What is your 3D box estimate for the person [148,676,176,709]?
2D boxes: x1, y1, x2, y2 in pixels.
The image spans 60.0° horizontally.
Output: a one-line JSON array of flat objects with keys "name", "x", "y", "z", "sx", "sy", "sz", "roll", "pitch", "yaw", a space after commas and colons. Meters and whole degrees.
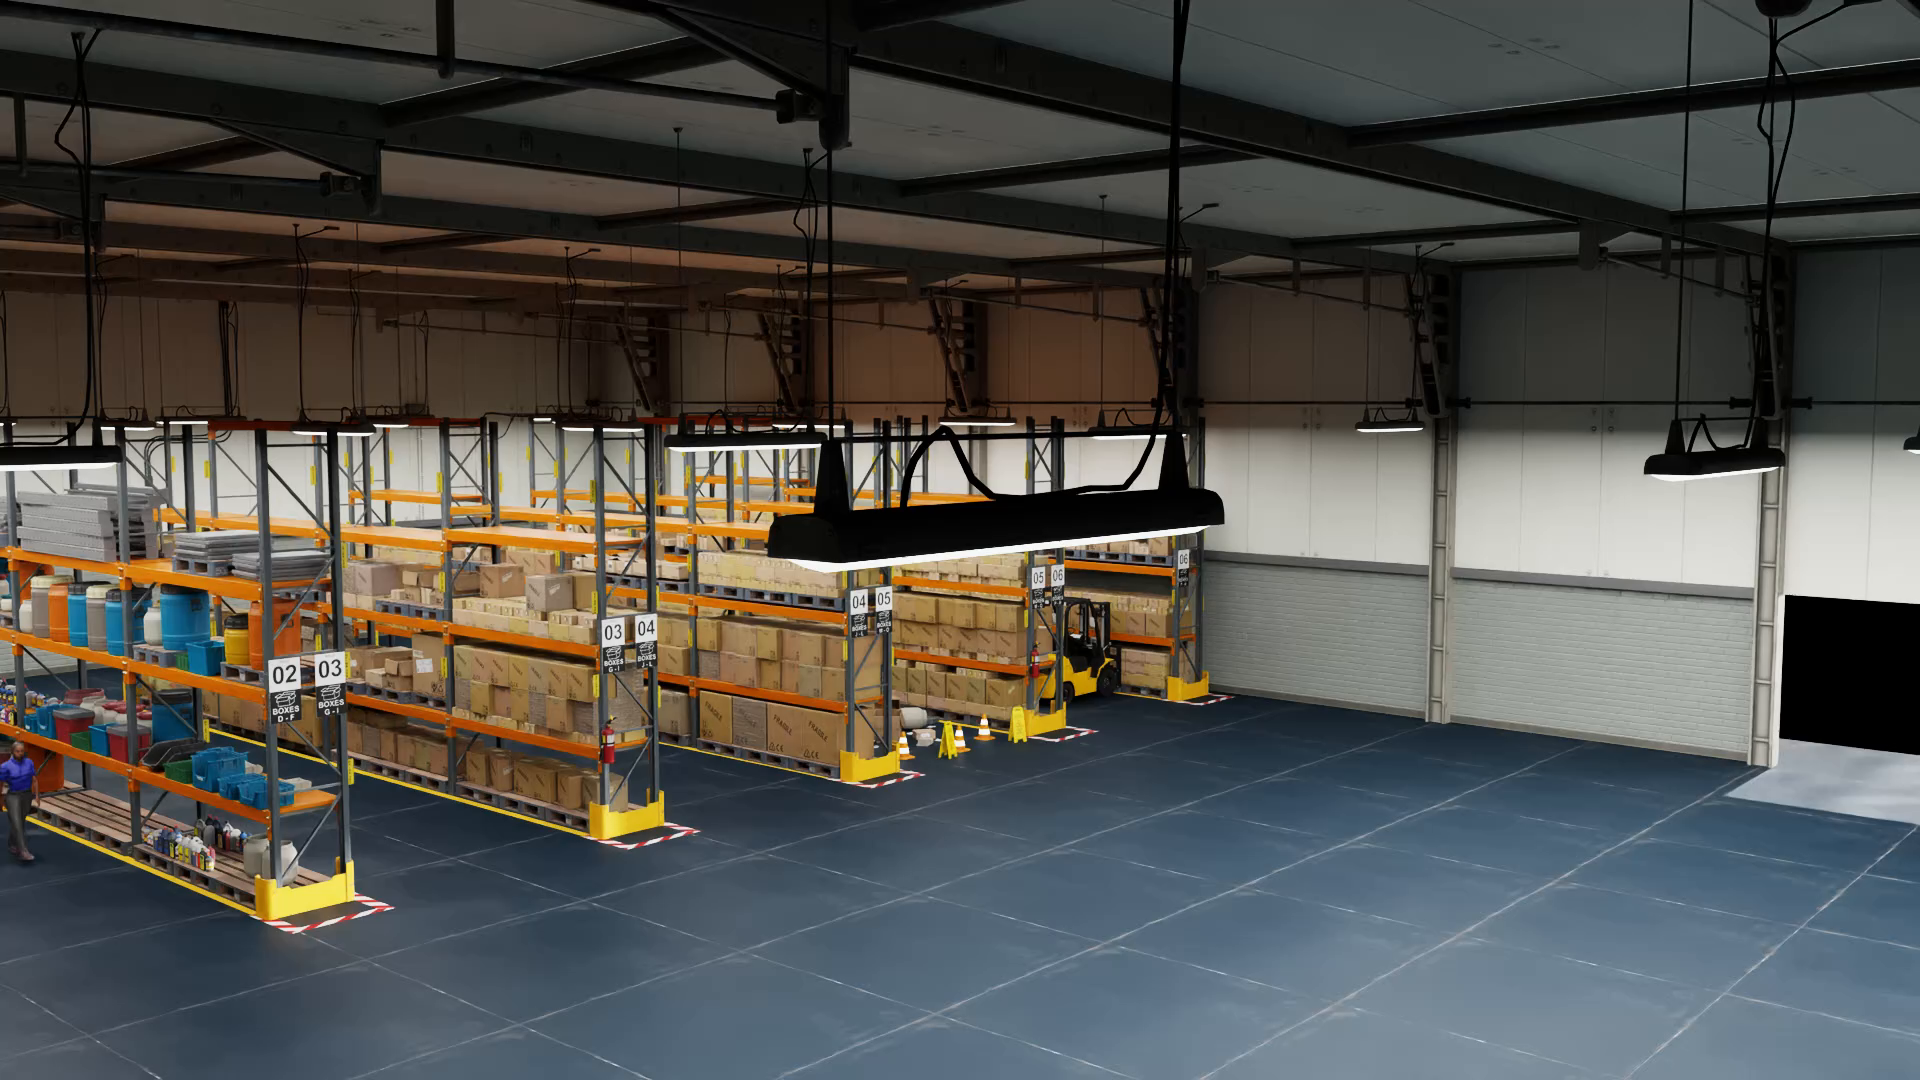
[{"name": "person", "x": -14.640, "y": 2.961, "z": 30.561, "sx": 0.485, "sy": 1.672, "sz": 0.482, "roll": -2, "pitch": 5, "yaw": -24}]

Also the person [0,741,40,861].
[{"name": "person", "x": -13.005, "y": 3.590, "z": 23.048, "sx": 0.968, "sy": 1.605, "sz": 0.469, "roll": 3, "pitch": 5, "yaw": 29}]
